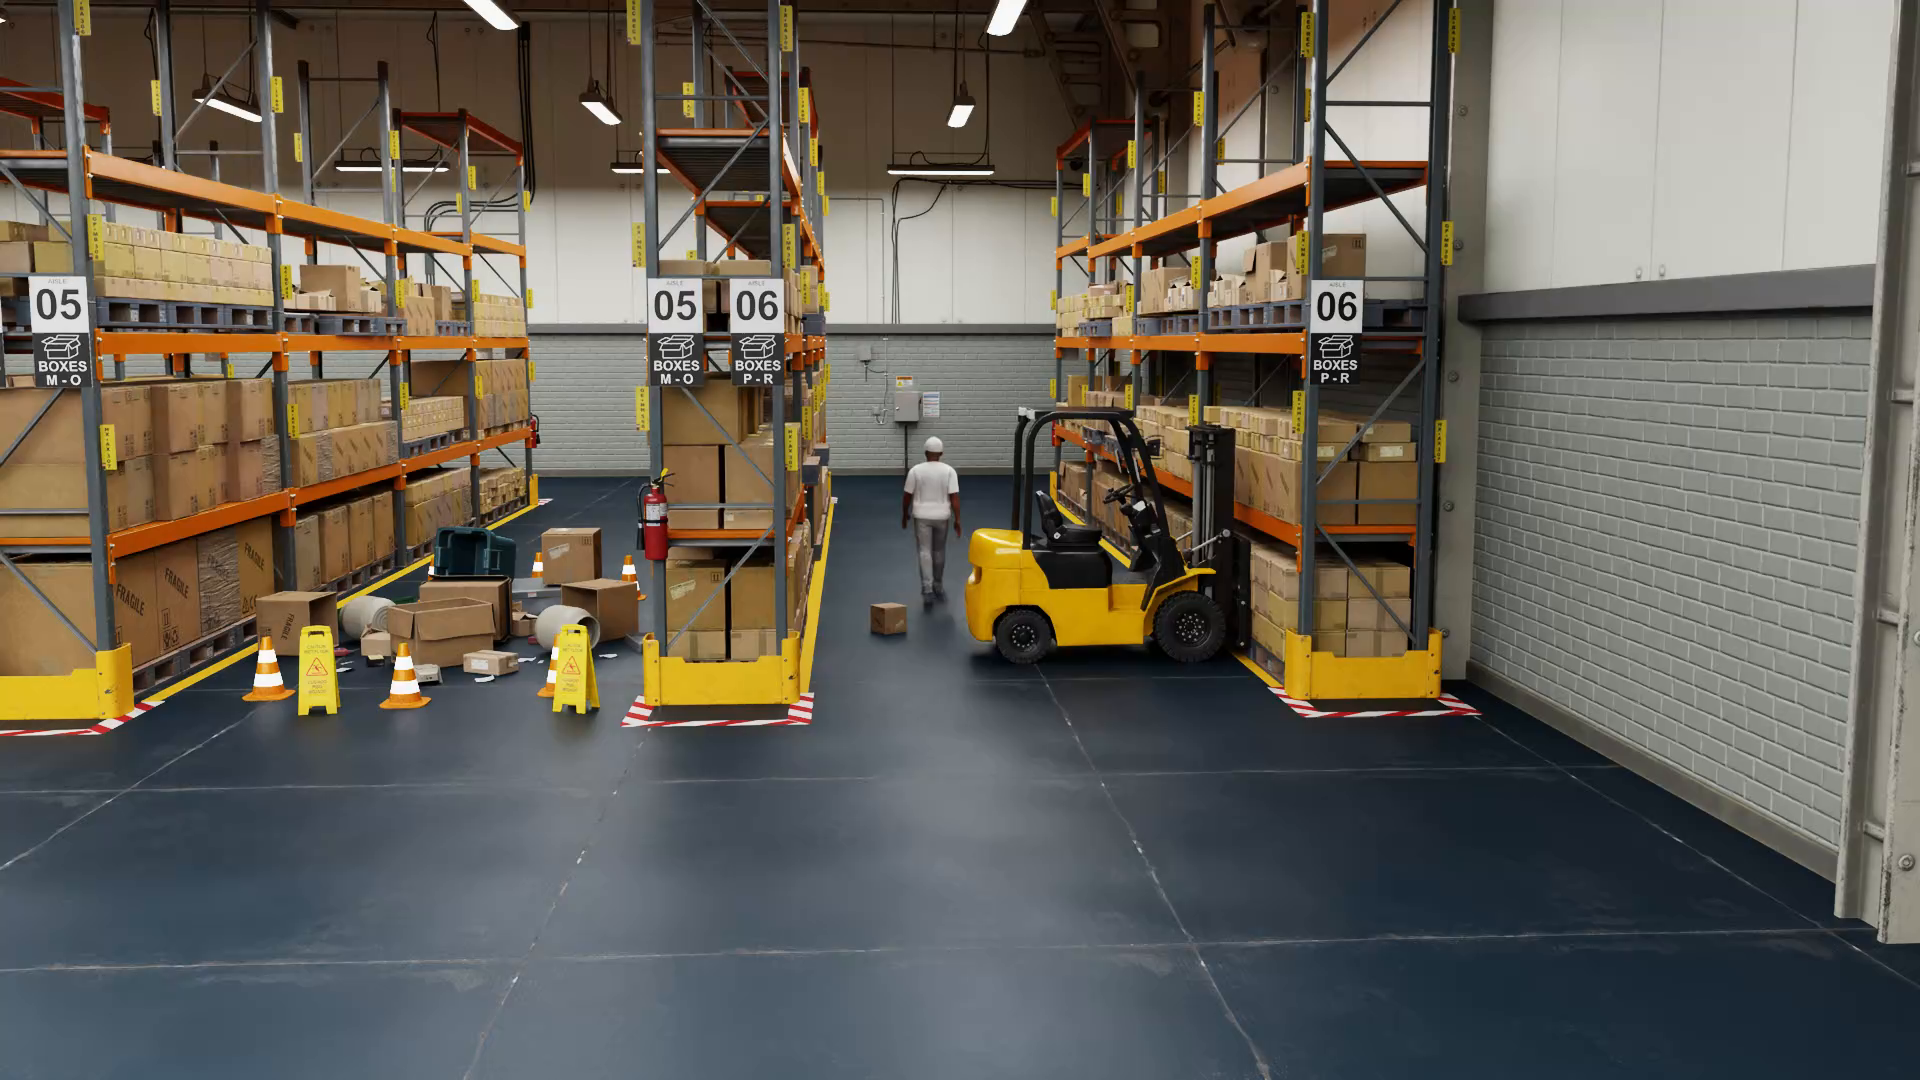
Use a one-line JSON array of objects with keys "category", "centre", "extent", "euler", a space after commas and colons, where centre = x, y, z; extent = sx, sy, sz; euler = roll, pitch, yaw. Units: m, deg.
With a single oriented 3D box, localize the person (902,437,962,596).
[{"category": "person", "centre": [-0.312, -0.253, 17.827], "extent": [0.604, 1.718, 1.081], "euler": [-1, 7, -9]}]
